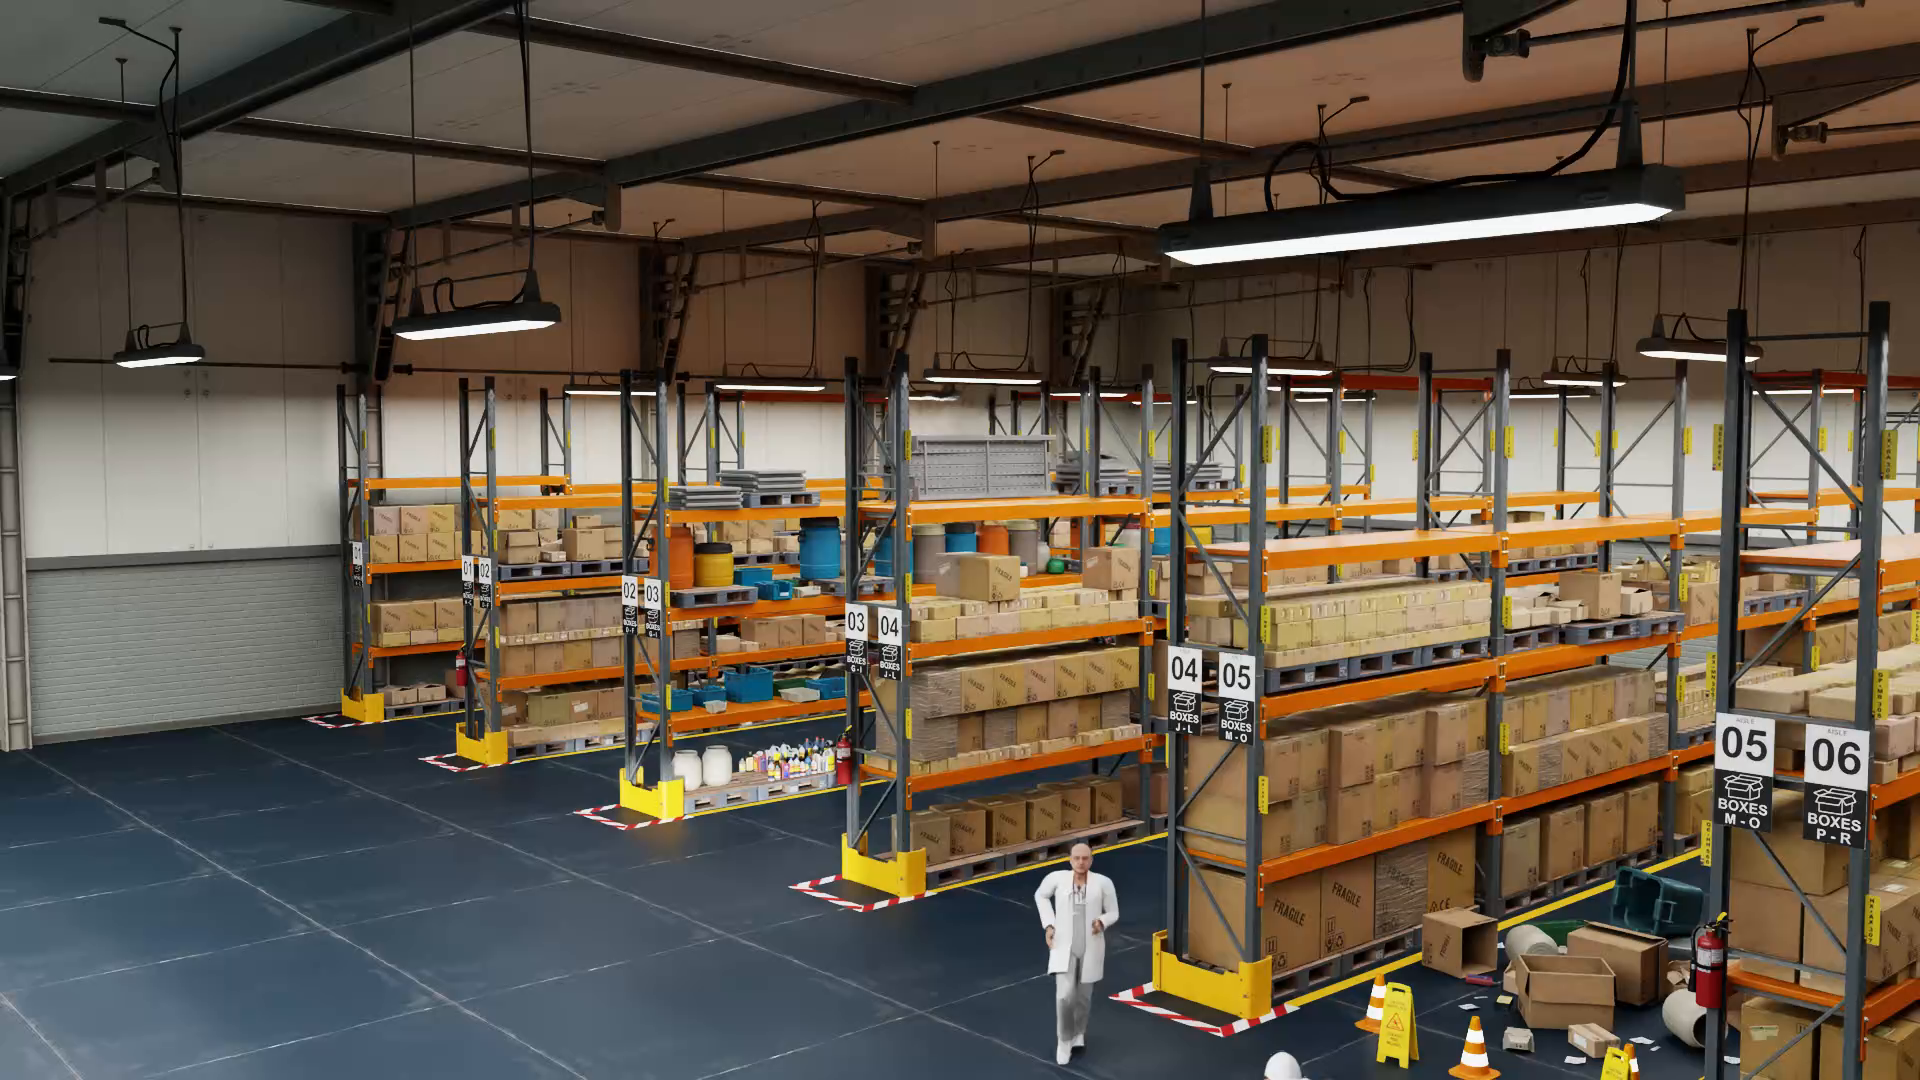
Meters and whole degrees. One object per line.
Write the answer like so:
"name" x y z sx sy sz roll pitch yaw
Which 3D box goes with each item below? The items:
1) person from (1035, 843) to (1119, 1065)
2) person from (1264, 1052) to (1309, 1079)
"person" 0.965 3.393 13.655 0.679 1.816 0.800 0 4 0
"person" 1.831 3.700 9.677 0.669 1.731 1.060 0 4 3
